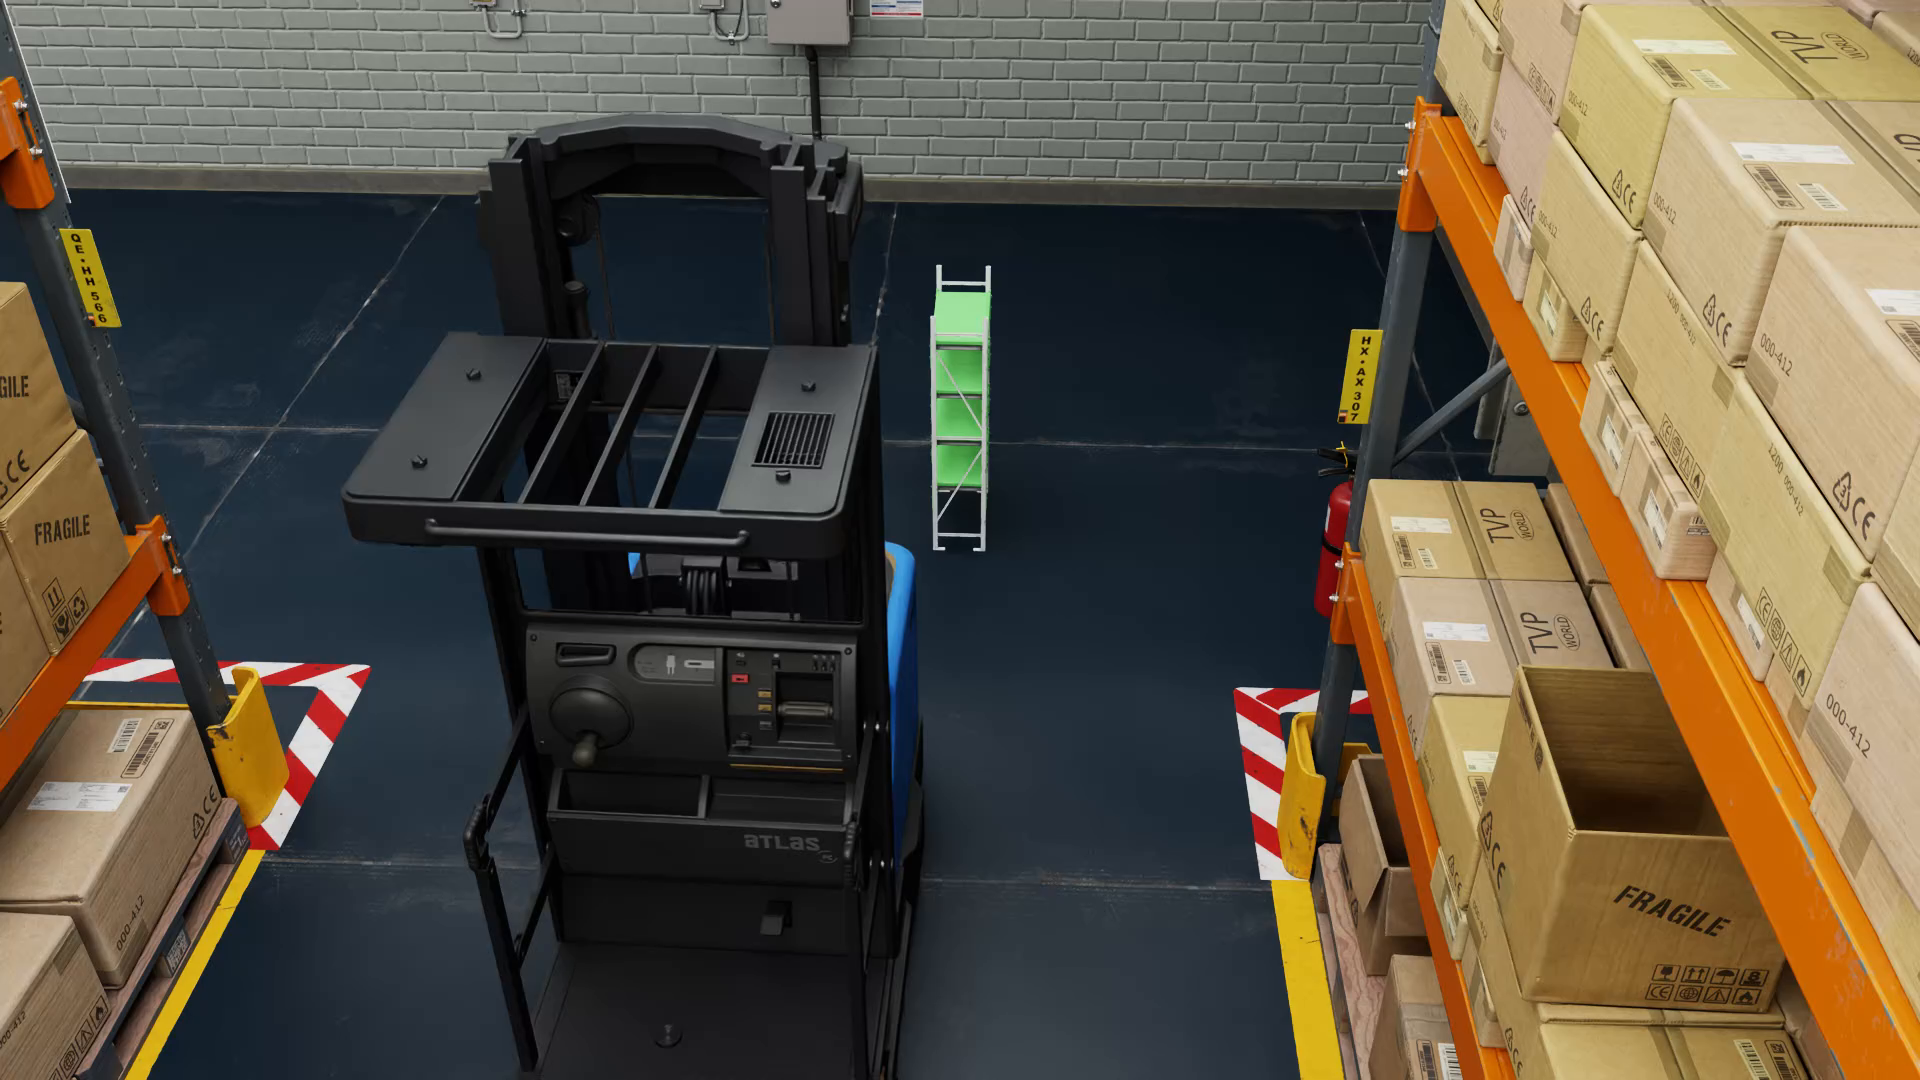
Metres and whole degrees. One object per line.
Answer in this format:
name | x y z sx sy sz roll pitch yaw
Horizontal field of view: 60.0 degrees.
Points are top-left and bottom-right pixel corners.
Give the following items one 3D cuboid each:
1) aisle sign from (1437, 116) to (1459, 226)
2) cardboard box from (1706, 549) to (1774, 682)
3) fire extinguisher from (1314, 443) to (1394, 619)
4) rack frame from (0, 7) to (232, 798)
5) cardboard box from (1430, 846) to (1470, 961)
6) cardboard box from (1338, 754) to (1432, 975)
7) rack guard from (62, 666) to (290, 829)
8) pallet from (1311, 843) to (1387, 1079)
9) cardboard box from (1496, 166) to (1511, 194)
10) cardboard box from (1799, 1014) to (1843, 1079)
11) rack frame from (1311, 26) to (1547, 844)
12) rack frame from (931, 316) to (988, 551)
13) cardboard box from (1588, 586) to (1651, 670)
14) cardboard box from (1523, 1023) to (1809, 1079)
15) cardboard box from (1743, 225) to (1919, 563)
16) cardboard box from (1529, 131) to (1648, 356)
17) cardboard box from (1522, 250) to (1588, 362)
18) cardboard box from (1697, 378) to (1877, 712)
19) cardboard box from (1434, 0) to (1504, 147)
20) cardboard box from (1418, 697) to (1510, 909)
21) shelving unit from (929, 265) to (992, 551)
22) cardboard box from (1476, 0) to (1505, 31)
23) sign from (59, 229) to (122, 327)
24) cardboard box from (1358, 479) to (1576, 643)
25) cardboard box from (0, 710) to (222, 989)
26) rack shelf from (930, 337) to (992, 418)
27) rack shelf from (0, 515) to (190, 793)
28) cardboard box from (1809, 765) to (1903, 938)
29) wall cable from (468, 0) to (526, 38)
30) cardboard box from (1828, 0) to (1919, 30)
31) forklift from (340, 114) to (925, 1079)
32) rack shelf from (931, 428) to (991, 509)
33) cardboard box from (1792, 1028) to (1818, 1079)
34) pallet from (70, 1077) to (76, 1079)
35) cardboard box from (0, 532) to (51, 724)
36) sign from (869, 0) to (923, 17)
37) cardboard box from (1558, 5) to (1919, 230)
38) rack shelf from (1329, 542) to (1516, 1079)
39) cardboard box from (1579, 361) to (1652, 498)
aisle sign | 1.481 -1.241 4.646 0.394 0.787 0.004 1 35 2
cardboard box | 1.421 0.095 2.616 0.380 0.149 0.250 2 35 2
fire extinguisher | 1.315 -0.042 5.593 0.296 0.674 0.183 1 35 2
rack frame | -3.188 -0.244 5.488 1.000 3.000 0.127 1 35 2
cardboard box | 1.383 0.893 4.089 0.380 0.149 0.250 0 35 1
cardboard box | 1.652 1.067 5.429 0.797 0.503 0.637 0 35 0
rack guard | -3.188 0.765 6.227 1.175 0.500 0.348 1 35 2
pallet | 1.737 1.511 5.416 1.003 0.211 1.213 1 35 2
cardboard box | 1.542 -0.927 4.070 0.380 0.149 0.250 2 35 3
cardboard box | 1.936 0.950 3.009 0.500 0.500 0.500 0 35 1
rack frame | 1.771 -0.132 5.328 1.000 3.000 0.127 1 35 2
rack frame | -0.003 -0.446 7.341 0.240 1.200 0.015 1 35 2
cardboard box | 1.996 0.375 4.480 0.500 0.250 0.500 1 35 2
cardboard box | 1.426 1.234 3.258 0.500 0.250 0.500 1 35 2
cardboard box | 1.431 -0.204 2.260 0.500 0.250 0.500 2 35 3
cardboard box | 1.448 -0.584 3.236 0.500 0.250 0.500 0 35 0
cardboard box | 1.398 -0.489 3.446 0.380 0.149 0.250 1 35 2
cardboard box | 1.422 0.003 2.400 0.500 0.250 0.500 2 35 3
cardboard box | 1.480 -1.170 4.070 0.500 0.250 0.500 1 35 1
cardboard box | 1.447 0.644 4.097 0.500 0.250 0.500 1 35 1
shelving unit | 0.007 -0.586 7.540 0.258 1.200 0.503 1 35 2
cardboard box | 1.503 -1.374 3.925 0.500 0.250 0.500 1 35 1
sign | -2.647 -0.794 5.058 0.100 0.325 0.005 1 35 2
cardboard box | 1.484 0.063 4.924 0.500 0.250 0.500 2 35 2
cardboard box | -3.115 1.014 5.562 0.875 0.438 0.875 0 35 0
rack shelf | 0.007 -0.730 7.439 0.258 0.148 0.480 1 35 2
rack shelf | -3.269 1.199 4.060 1.077 0.370 4.000 1 35 2
cardboard box | 1.377 0.393 2.192 0.380 0.149 0.250 1 35 2
wall cable | -2.985 -3.913 9.798 0.585 1.953 0.123 1 35 2
cardboard box | 2.011 -1.063 3.482 0.500 0.250 0.500 0 35 0
forklift | -0.761 0.512 4.473 1.130 2.935 3.031 2 35 3
rack shelf | 0.007 -0.337 7.715 0.258 0.148 0.480 1 35 2
cardboard box | 1.936 1.243 3.244 0.500 0.250 0.500 2 35 3
pallet | -3.194 2.057 4.639 1.003 0.211 1.213 1 35 2
cardboard box | -2.979 0.286 4.647 0.500 0.500 0.500 1 35 1
sign | -0.390 -3.421 10.091 0.329 0.494 0.001 1 35 2
cardboard box | 1.457 -0.794 3.099 0.500 0.250 0.500 1 35 1
rack shelf | 1.691 1.312 3.900 1.077 0.370 4.000 1 35 2
cardboard box | 1.368 -0.200 3.035 0.380 0.149 0.250 1 35 2
